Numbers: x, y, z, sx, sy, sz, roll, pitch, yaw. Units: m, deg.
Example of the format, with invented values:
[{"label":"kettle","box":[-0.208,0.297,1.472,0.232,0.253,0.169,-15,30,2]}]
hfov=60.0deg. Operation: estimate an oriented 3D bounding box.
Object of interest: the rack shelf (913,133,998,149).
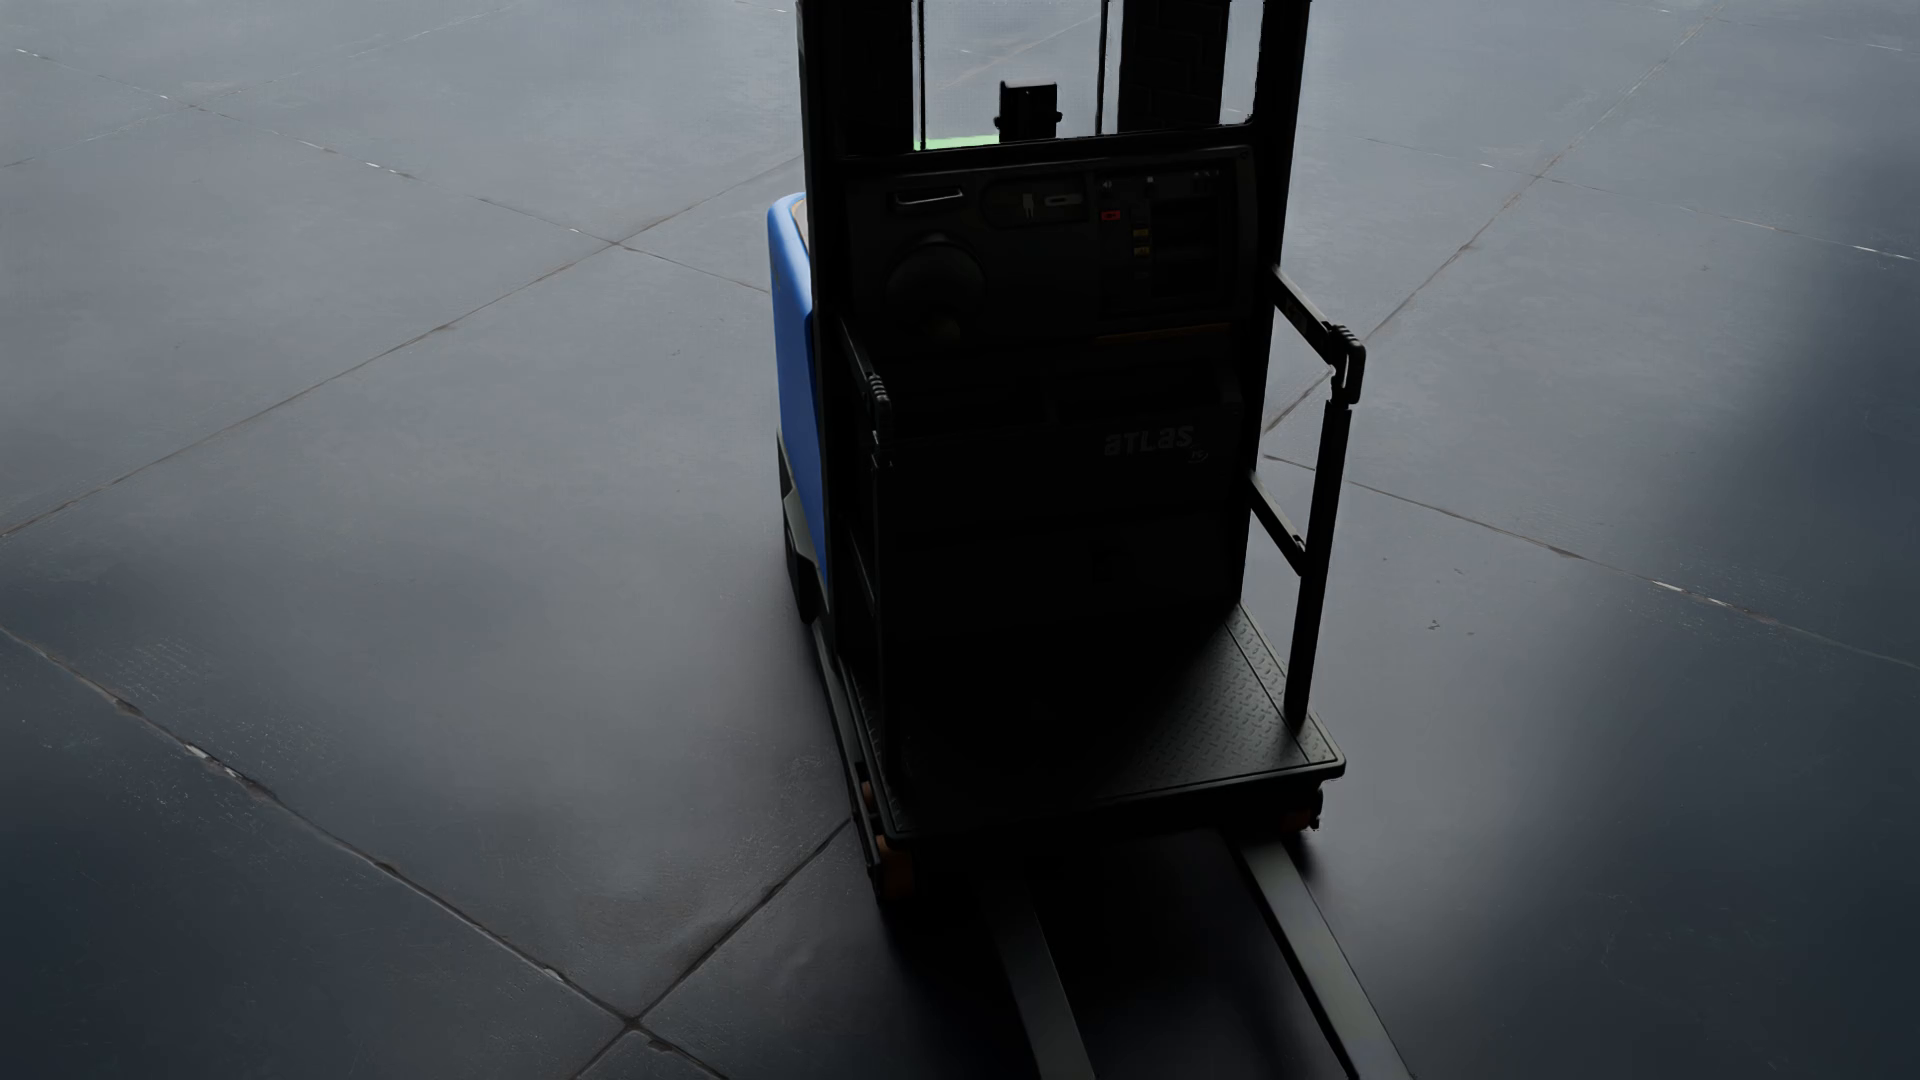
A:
[{"label":"rack shelf","box":[0.013,-1.140,5.122,0.480,0.148,0.258,-8,35,-11]}]

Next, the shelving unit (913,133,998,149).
[{"label":"shelving unit","box":[0.013,-0.796,5.355,0.503,1.200,0.258,-8,35,-11]}]

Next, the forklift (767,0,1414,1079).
[{"label":"forklift","box":[0.263,-0.589,3.504,1.130,2.935,3.031,-8,35,-11]}]
